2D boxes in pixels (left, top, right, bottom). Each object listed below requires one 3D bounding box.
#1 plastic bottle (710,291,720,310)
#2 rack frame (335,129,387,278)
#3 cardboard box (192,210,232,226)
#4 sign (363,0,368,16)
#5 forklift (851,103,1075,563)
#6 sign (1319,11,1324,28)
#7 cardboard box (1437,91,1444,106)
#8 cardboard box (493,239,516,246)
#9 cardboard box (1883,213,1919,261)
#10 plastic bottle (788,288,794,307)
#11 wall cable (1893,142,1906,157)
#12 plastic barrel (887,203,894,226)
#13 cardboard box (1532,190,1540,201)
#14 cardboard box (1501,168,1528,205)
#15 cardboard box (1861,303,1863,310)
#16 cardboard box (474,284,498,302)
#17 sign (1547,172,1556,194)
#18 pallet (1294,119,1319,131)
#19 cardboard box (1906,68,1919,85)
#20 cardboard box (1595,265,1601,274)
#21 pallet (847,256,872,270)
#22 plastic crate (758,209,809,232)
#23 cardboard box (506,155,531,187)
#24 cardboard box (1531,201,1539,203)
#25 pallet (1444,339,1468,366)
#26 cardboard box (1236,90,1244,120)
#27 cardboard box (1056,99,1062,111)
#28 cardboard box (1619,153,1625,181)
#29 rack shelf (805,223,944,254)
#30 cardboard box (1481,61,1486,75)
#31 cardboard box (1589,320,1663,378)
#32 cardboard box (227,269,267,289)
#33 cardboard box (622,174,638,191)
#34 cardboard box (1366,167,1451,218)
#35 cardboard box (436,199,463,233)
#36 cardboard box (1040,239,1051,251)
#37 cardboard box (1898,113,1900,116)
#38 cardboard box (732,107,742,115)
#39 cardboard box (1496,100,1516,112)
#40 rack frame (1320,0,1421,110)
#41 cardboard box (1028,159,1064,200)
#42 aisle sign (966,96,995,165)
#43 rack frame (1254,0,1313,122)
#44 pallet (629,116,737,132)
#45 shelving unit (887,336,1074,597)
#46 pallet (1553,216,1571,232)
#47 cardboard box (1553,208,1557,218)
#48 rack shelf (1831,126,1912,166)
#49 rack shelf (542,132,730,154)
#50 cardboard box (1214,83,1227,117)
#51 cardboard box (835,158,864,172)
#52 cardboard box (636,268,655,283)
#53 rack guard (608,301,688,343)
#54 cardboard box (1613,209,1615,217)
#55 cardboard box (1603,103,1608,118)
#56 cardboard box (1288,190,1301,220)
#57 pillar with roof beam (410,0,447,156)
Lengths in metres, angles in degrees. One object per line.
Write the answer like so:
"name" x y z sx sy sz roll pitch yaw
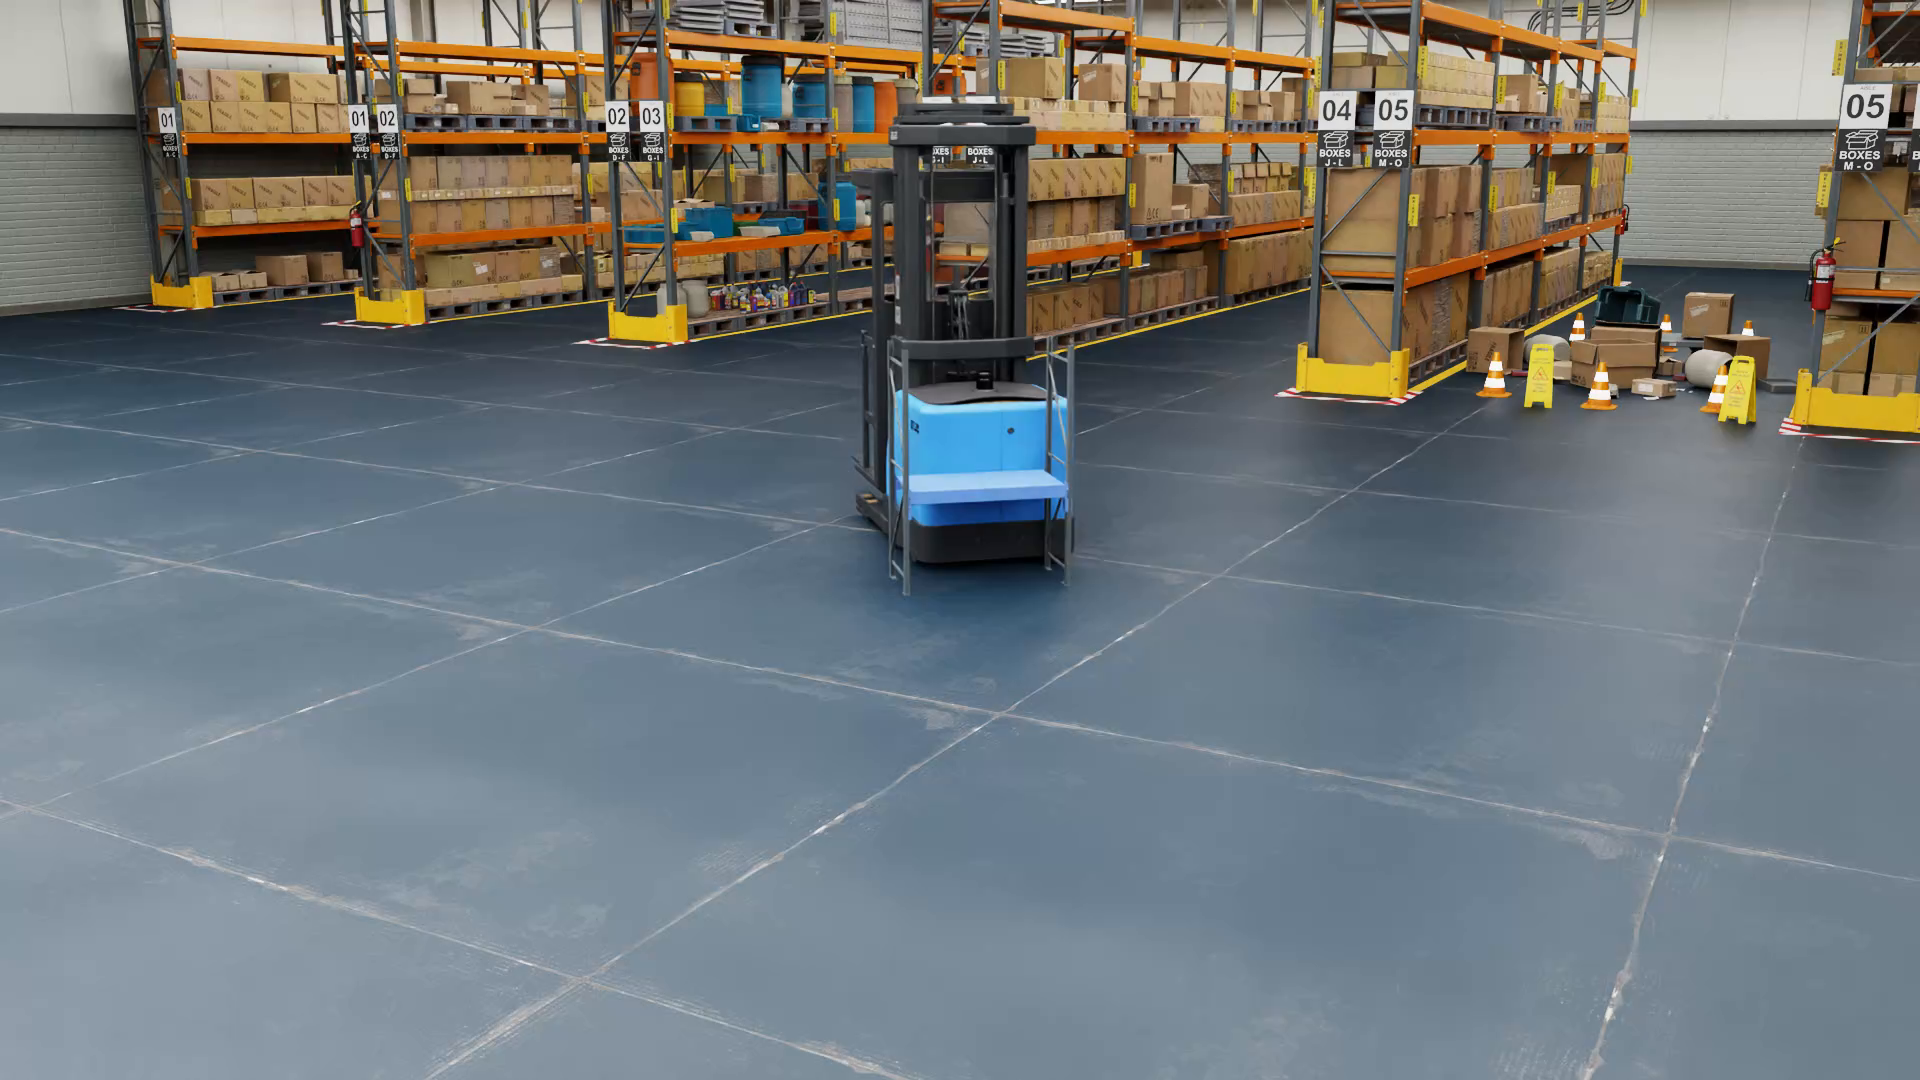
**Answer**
"plastic bottle" -3.675 -3.595 24.917 0.152 0.276 0.135 8 15 28
"rack frame" -11.064 -6.173 30.738 1.000 3.000 0.127 7 15 28
"cardboard box" -12.484 -5.353 27.616 0.500 0.250 0.500 7 15 26
"sign" -10.598 -9.517 29.646 0.100 0.325 0.005 7 15 28
"forklift" -0.138 -1.575 11.814 1.130 2.935 3.031 -4 14 -15
"sign" 7.263 -10.463 33.402 0.100 0.325 0.005 7 15 28
"cardboard box" 5.117 -4.865 18.338 0.380 0.149 0.250 8 15 28
"cardboard box" -9.432 -5.839 33.746 0.700 0.500 0.500 8 16 29
"cardboard box" 9.889 -3.121 17.233 0.500 0.500 0.500 7 15 27
"plastic bottle" -2.585 -3.702 25.344 0.061 0.283 0.133 9 16 32
"wall cable" 19.126 -7.497 33.996 0.585 1.953 0.123 7 15 28
"plastic barrel" -1.173 -5.527 27.770 0.433 0.535 0.433 0 14 0
"cardboard box" 8.566 -5.172 24.958 0.380 0.149 0.250 7 15 28
"cardboard box" 7.702 -5.067 23.804 0.700 0.500 0.500 7 15 27
"cardboard box" 9.217 -2.475 17.387 0.380 0.149 0.250 8 16 30
"cardboard box" -7.725 -3.950 26.487 0.500 0.250 0.500 7 15 28
"sign" 8.659 -5.228 24.348 0.100 0.325 0.005 7 15 28
"pallet" 6.217 -7.712 30.913 1.003 0.211 1.213 7 15 28
"cardboard box" 9.036 -4.319 15.484 0.380 0.149 0.250 7 15 28
"cardboard box" 11.296 -4.866 29.870 0.380 0.149 0.250 8 15 29
"pallet" -2.525 -6.039 36.132 1.003 0.211 1.213 7 15 28
"plastic crate" -2.756 -4.927 25.704 0.767 0.338 0.504 7 15 28
"cardboard box" -7.420 -5.993 27.013 0.700 0.500 0.500 7 15 28
"cardboard box" 8.581 -5.030 25.004 0.380 0.149 0.250 8 16 31
"pallet" 5.802 -2.404 21.054 1.003 0.211 1.213 7 15 28
"cardboard box" 4.450 -7.341 28.075 0.500 0.500 0.500 8 16 31
"cardboard box" 1.085 -5.598 21.421 0.380 0.149 0.250 7 15 27
"cardboard box" 12.035 -6.926 30.880 0.500 0.500 0.500 7 15 27
"rack shelf" -1.424 -5.111 27.869 1.077 0.370 4.000 7 15 28
"cardboard box" 6.096 -5.669 19.972 0.380 0.149 0.250 7 15 28
"cardboard box" 7.764 -2.238 19.454 0.797 0.637 0.503 7 15 28
"cardboard box" -12.309 -4.508 28.629 0.500 0.311 0.500 9 16 33
"cardboard box" -7.437 -7.788 36.547 0.500 0.500 0.500 8 15 28
"cardboard box" 5.092 -3.978 19.011 0.875 0.550 0.550 7 15 28
"cardboard box" -8.173 -5.043 25.838 0.700 0.500 0.500 8 16 29
"cardboard box" 0.956 -3.835 21.578 0.380 0.149 0.250 7 15 28
"cardboard box" 9.926 -4.730 18.040 0.500 0.250 0.500 7 15 28
"cardboard box" -4.610 -8.033 31.841 0.910 0.500 0.500 7 15 28
"cardboard box" 7.143 -5.754 22.025 0.380 0.149 0.250 7 15 28
"rack frame" 4.304 -6.002 17.231 1.000 3.000 0.127 7 15 28
"cardboard box" 1.004 -4.634 21.375 0.500 0.500 0.500 7 15 28
"aisle sign" 0.244 -4.886 19.852 0.394 0.787 0.004 7 15 28
"rack frame" 5.812 -9.047 29.860 1.000 3.000 0.127 7 15 28
"pallet" -3.839 -5.755 23.007 1.003 0.211 1.213 7 15 28
"shelving unit" 0.120 -0.467 10.271 1.048 1.500 0.538 -3 14 -13
"pallet" 9.092 -5.045 26.468 1.003 0.211 1.213 7 15 28
"cardboard box" 9.080 -5.099 25.924 0.380 0.149 0.250 8 16 30
"rack shelf" 9.653 -4.065 17.128 1.077 0.370 4.000 7 15 28
"rack shelf" -5.759 -7.131 29.848 1.077 0.370 4.000 7 15 28
"cardboard box" 3.867 -6.934 26.213 0.500 0.500 0.500 8 16 30
"cardboard box" -2.384 -7.853 35.361 0.500 0.500 0.500 8 16 29
"cardboard box" -5.817 -4.746 29.790 0.500 0.250 0.500 7 15 26
"rack guard" -4.329 -3.036 23.058 1.175 0.500 0.348 7 15 28
"cardboard box" 11.975 -6.101 30.975 0.380 0.149 0.250 7 15 28
"cardboard box" 10.793 -7.350 28.472 0.500 0.250 0.500 7 15 28
"cardboard box" 5.825 -6.052 30.025 0.500 0.500 0.500 7 15 28
"pillar with roof beam" -6.747 -9.254 30.716 9.100 9.000 0.400 7 15 28
